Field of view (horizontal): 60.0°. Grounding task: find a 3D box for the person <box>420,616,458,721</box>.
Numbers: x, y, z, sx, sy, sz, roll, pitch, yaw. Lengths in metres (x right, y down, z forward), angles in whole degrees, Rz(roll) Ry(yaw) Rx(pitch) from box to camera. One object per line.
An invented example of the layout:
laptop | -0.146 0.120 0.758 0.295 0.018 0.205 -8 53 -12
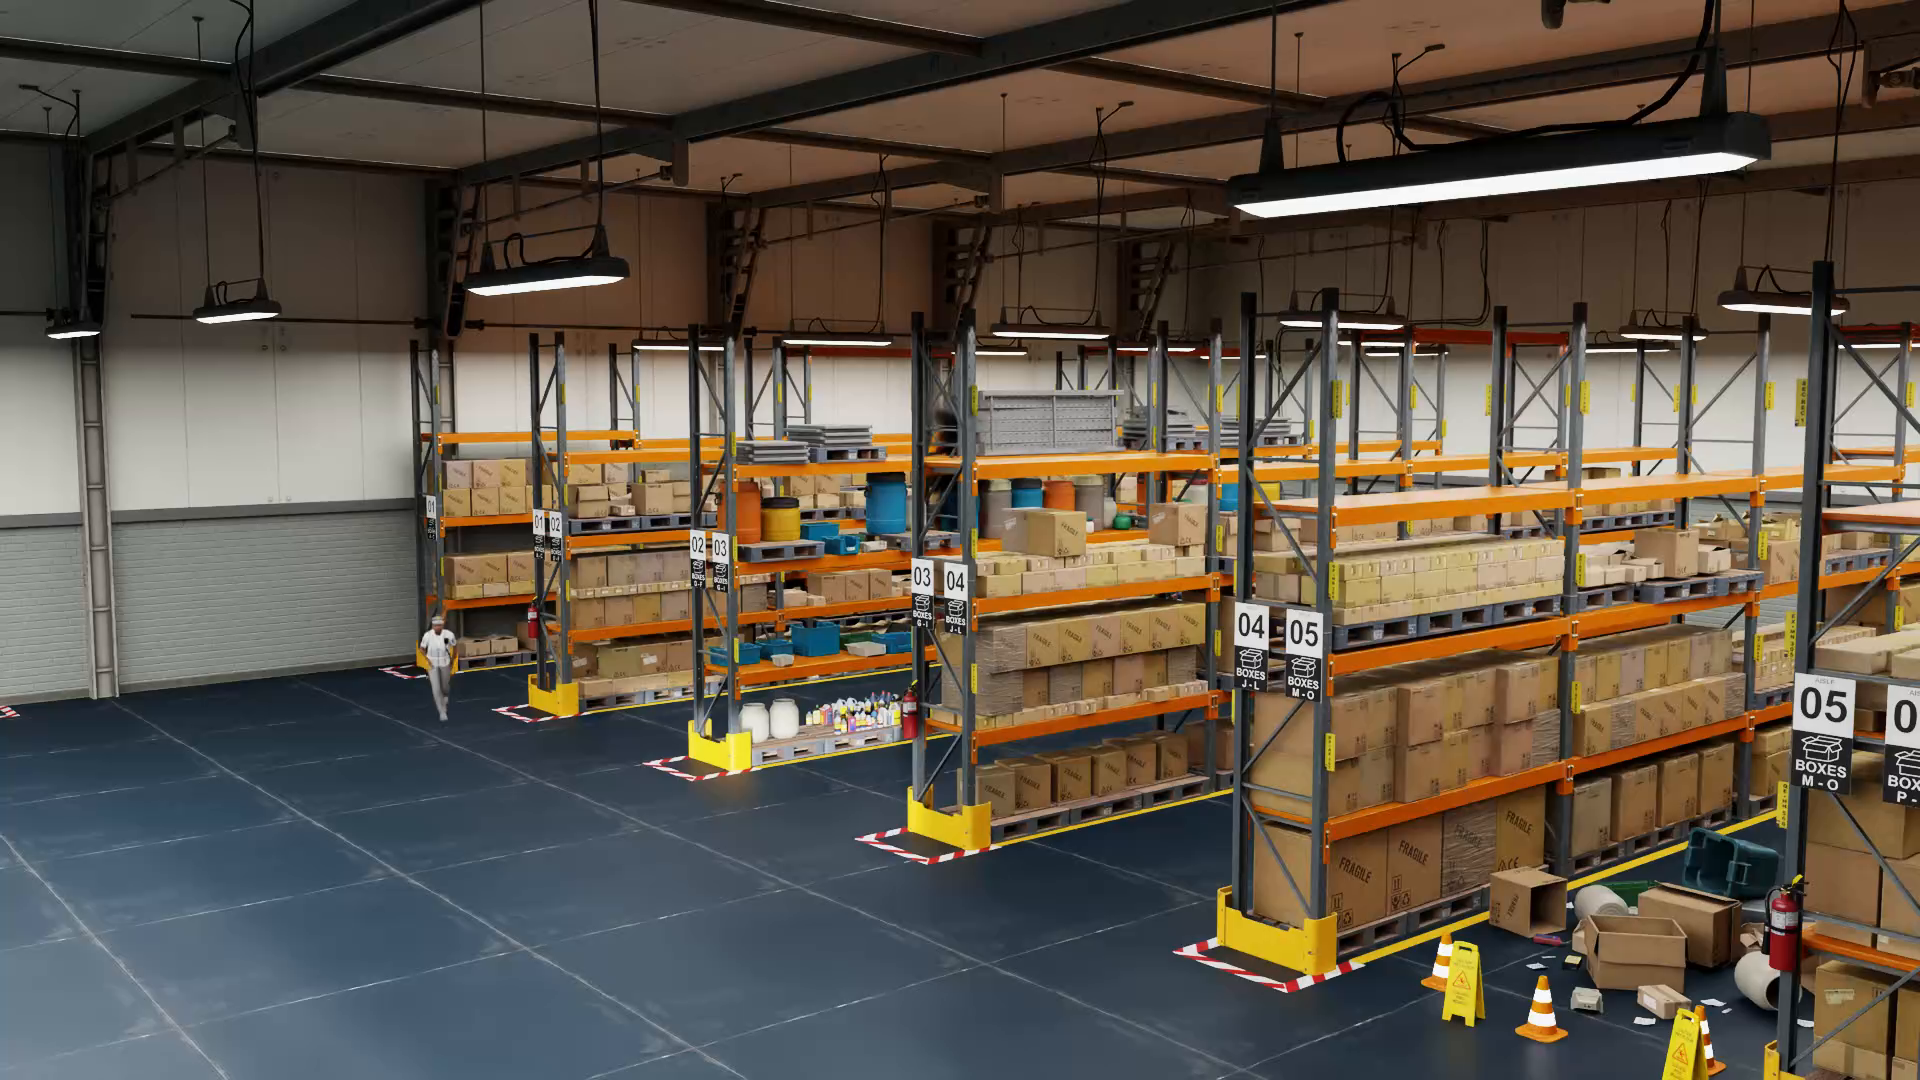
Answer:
person | -8.127 1.961 25.971 0.558 1.648 0.776 -1 5 -11

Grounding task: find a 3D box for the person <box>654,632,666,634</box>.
person | -5.298 1.726 29.853 0.527 1.418 1.044 3 6 26
